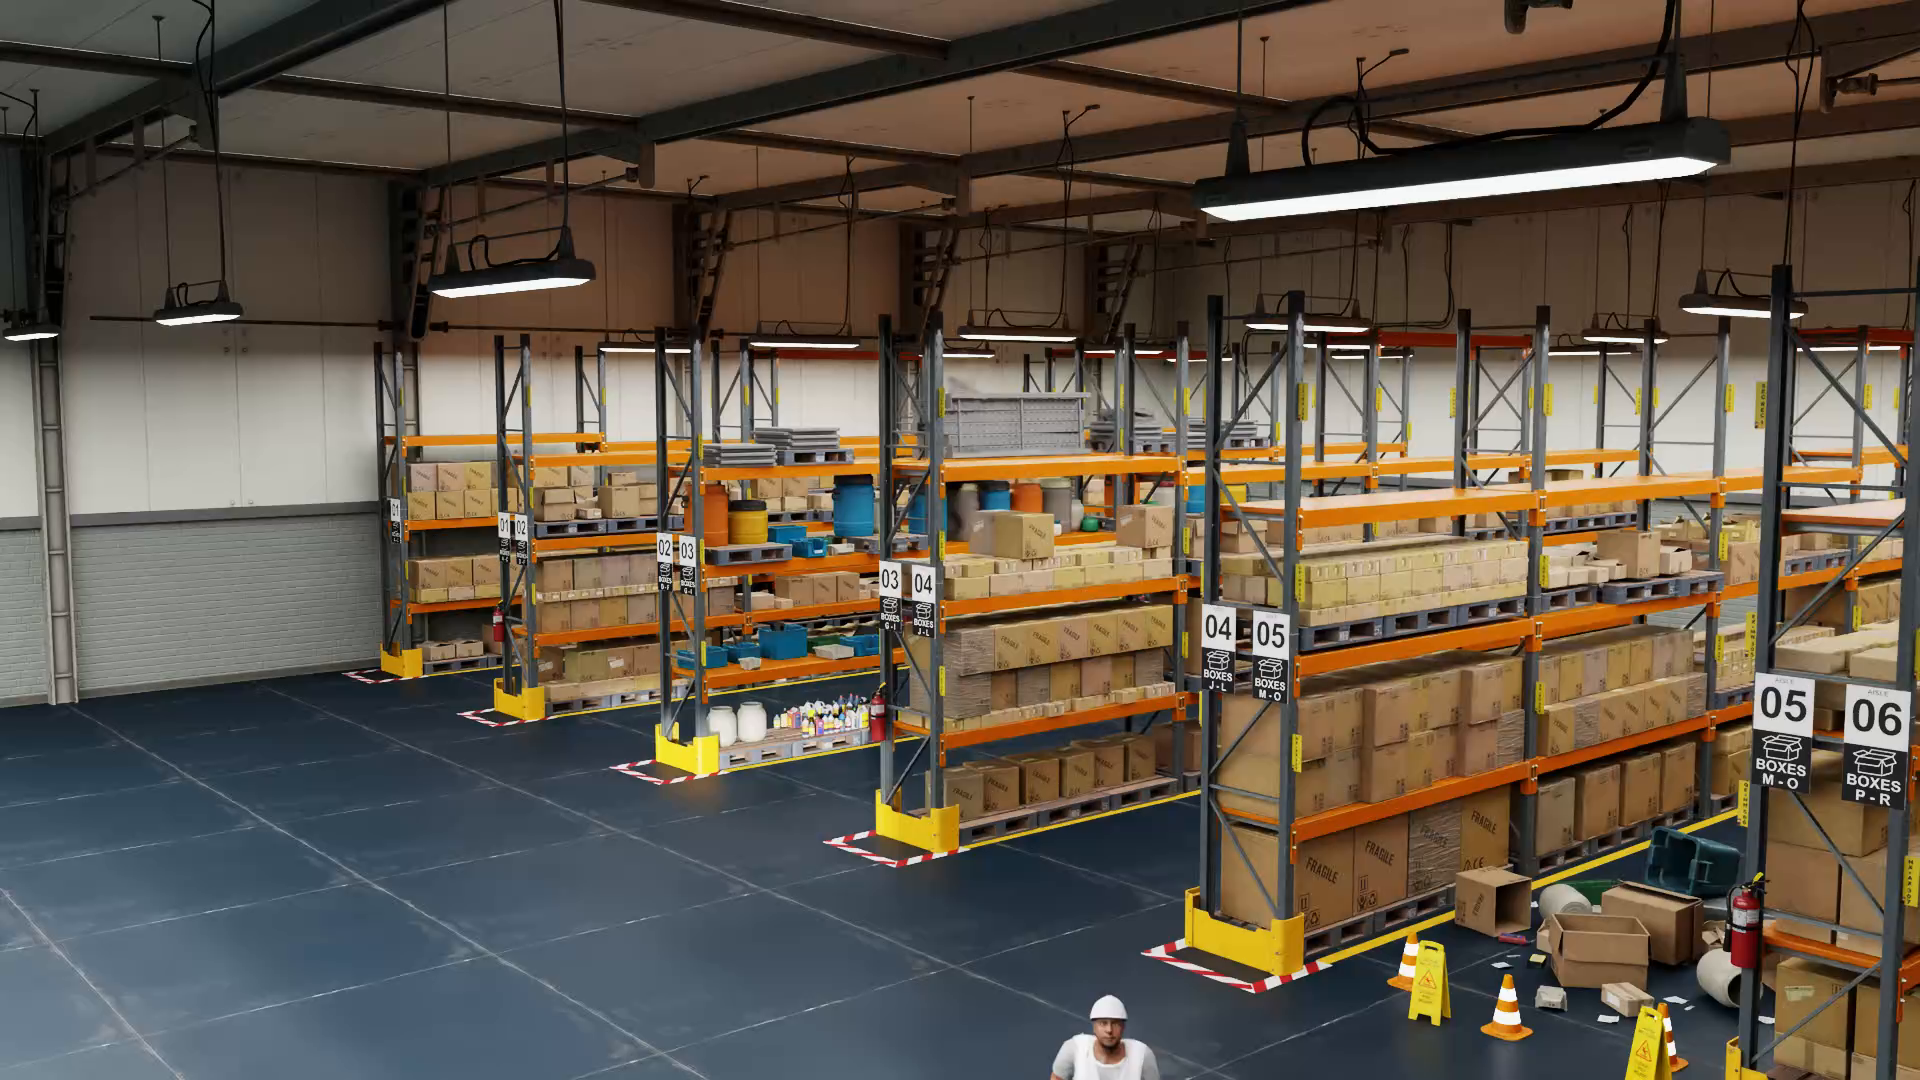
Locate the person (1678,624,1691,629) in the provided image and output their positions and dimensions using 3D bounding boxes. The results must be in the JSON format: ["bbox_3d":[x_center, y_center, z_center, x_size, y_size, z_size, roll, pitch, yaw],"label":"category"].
[{"bbox_3d":[10.359,2.090,23.962,0.641,1.754,0.667,5,7,43],"label":"person"}]

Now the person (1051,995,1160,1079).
[{"bbox_3d":[0.836,3.446,9.506,0.631,1.715,0.601,0,5,2],"label":"person"}]
